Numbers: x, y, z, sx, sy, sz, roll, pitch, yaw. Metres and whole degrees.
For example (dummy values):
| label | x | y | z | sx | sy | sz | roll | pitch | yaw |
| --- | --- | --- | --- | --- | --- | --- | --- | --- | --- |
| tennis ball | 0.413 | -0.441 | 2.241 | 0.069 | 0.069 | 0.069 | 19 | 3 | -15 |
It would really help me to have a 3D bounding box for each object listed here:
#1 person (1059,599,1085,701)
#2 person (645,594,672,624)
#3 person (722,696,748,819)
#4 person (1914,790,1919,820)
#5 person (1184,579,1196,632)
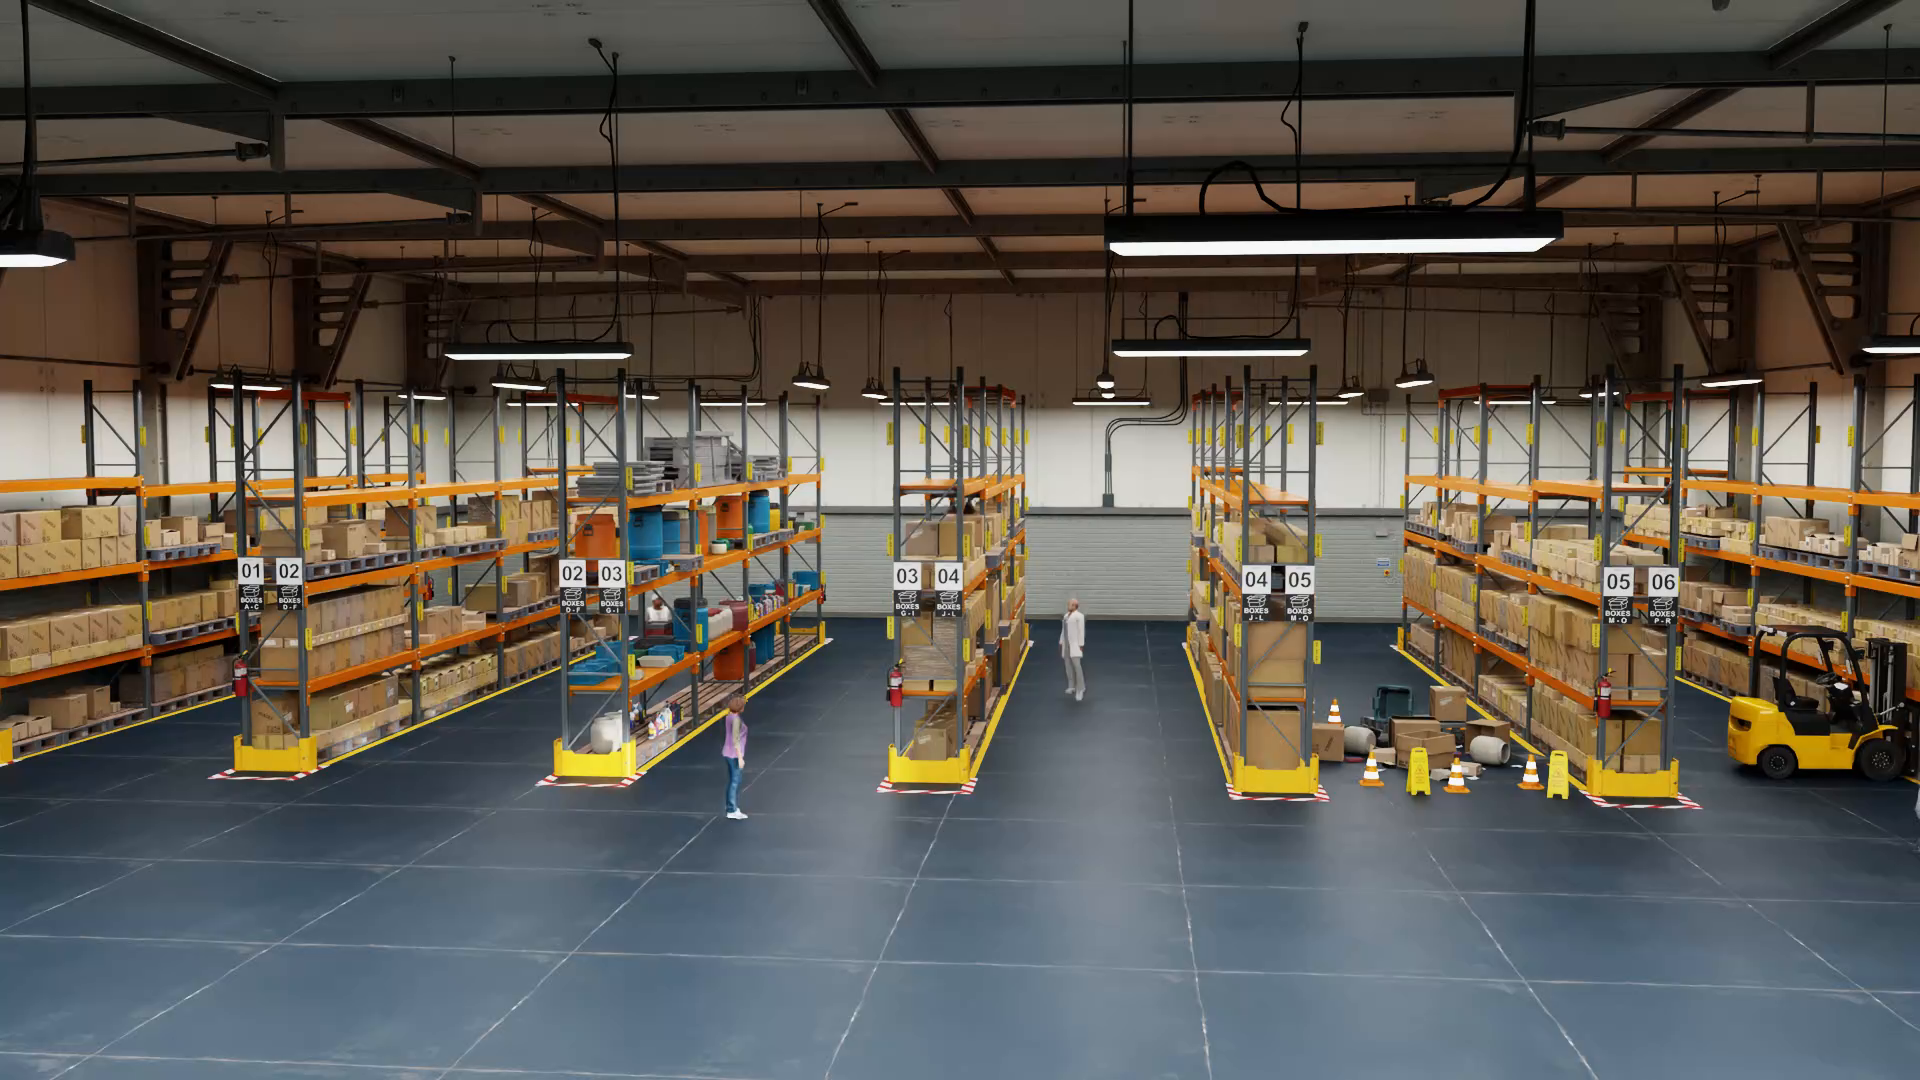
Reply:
| label | x | y | z | sx | sy | sz | roll | pitch | yaw |
| --- | --- | --- | --- | --- | --- | --- | --- | --- | --- |
| person | 2.107 | 2.057 | 31.372 | 0.383 | 1.889 | 0.626 | -3 | 5 | -41 |
| person | -6.243 | 1.972 | 34.427 | 0.671 | 1.725 | 1.056 | 0 | 4 | 3 |
| person | -2.959 | 2.879 | 21.859 | 0.332 | 1.658 | 0.506 | -1 | 4 | -13 |
| person | 11.770 | 2.939 | 19.993 | 0.451 | 1.718 | 0.475 | -1 | 4 | -11 |
| person | 6.099 | 1.509 | 42.403 | 0.730 | 1.698 | 0.563 | -1 | 4 | -11 |
